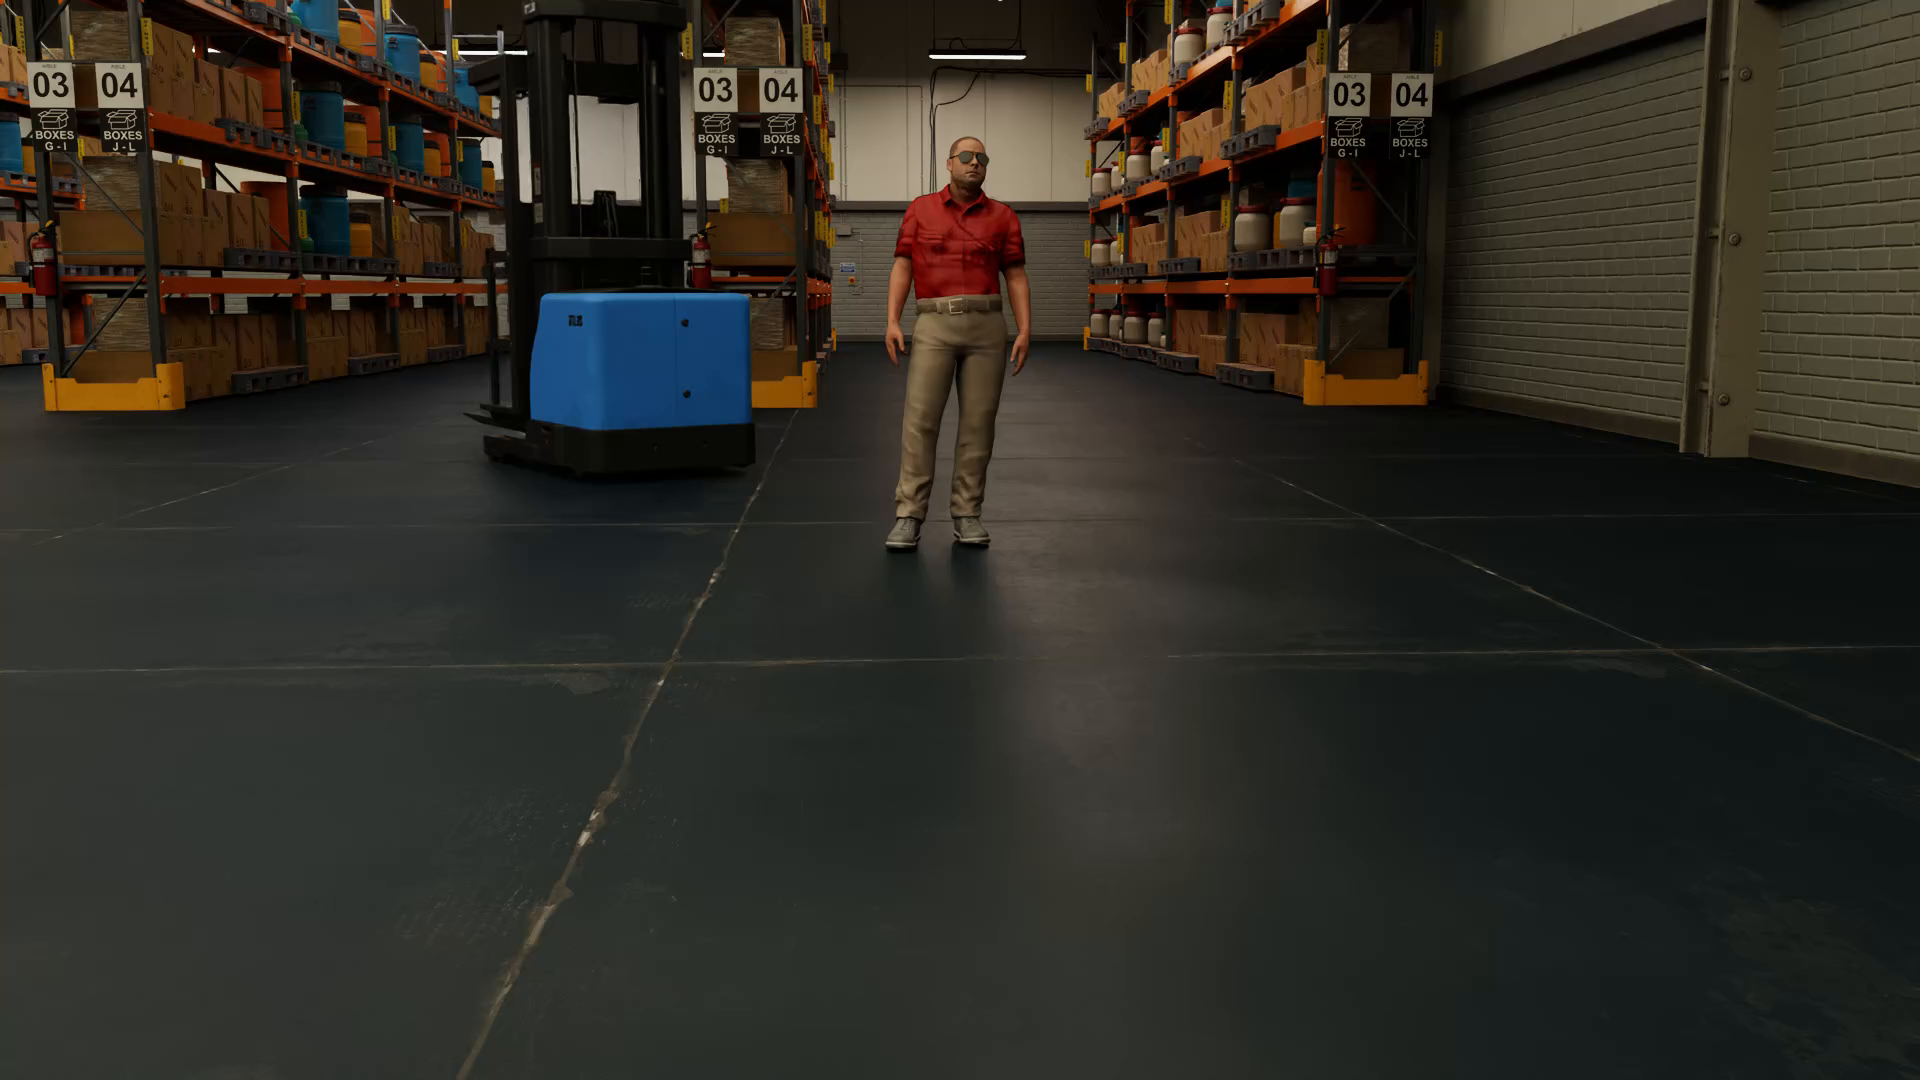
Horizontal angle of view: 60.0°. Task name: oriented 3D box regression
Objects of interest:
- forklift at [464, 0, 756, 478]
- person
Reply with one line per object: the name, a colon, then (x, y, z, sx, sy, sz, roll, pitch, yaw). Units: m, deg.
forklift: (-2.447, -1.979, 10.663, 1.130, 2.935, 3.031, -5, 10, -33)
person: (-0.006, -0.850, 7.092, 0.641, 1.727, 0.550, -1, 8, -4)
